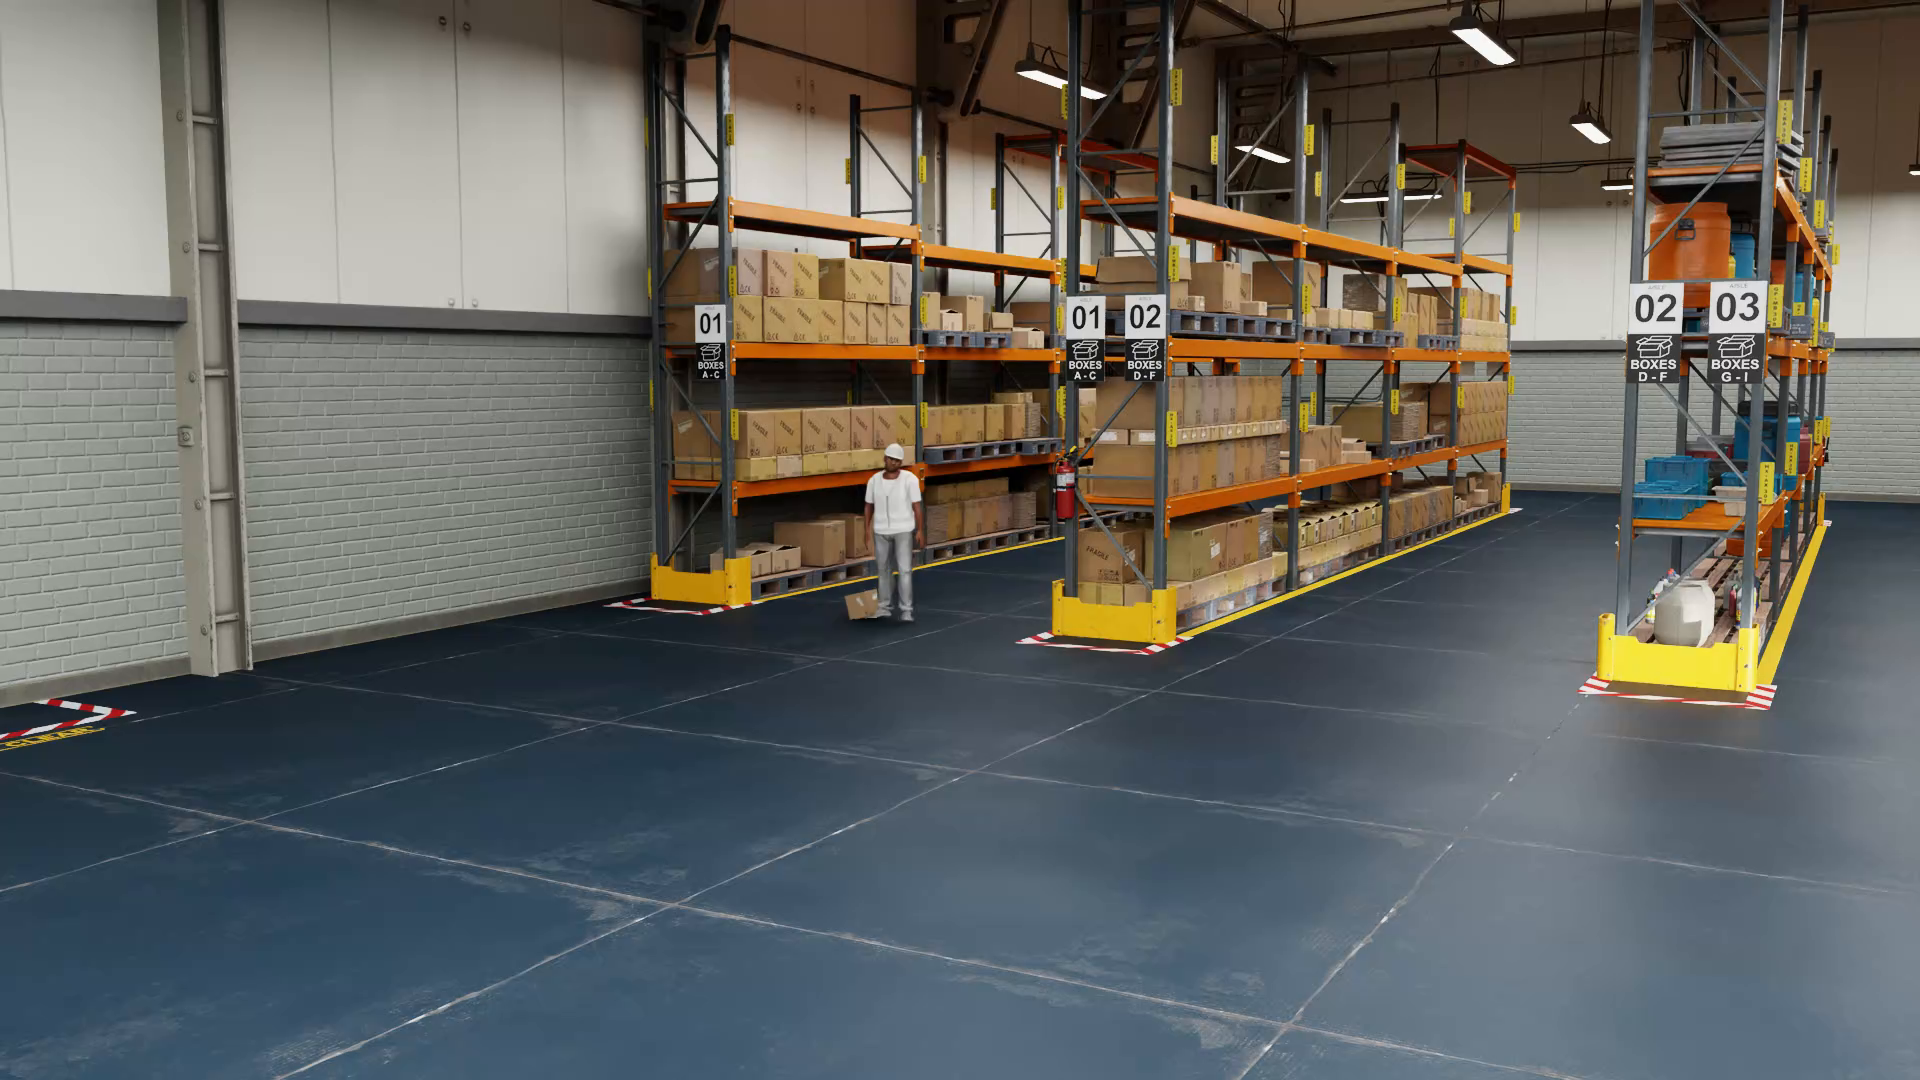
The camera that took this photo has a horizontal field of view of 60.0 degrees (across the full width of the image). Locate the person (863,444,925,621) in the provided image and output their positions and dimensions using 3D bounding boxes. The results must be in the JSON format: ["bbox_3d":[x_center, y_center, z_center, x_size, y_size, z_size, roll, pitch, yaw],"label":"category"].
[{"bbox_3d":[-0.677,-0.076,16.553,0.652,1.767,0.463,2,6,20],"label":"person"}]
